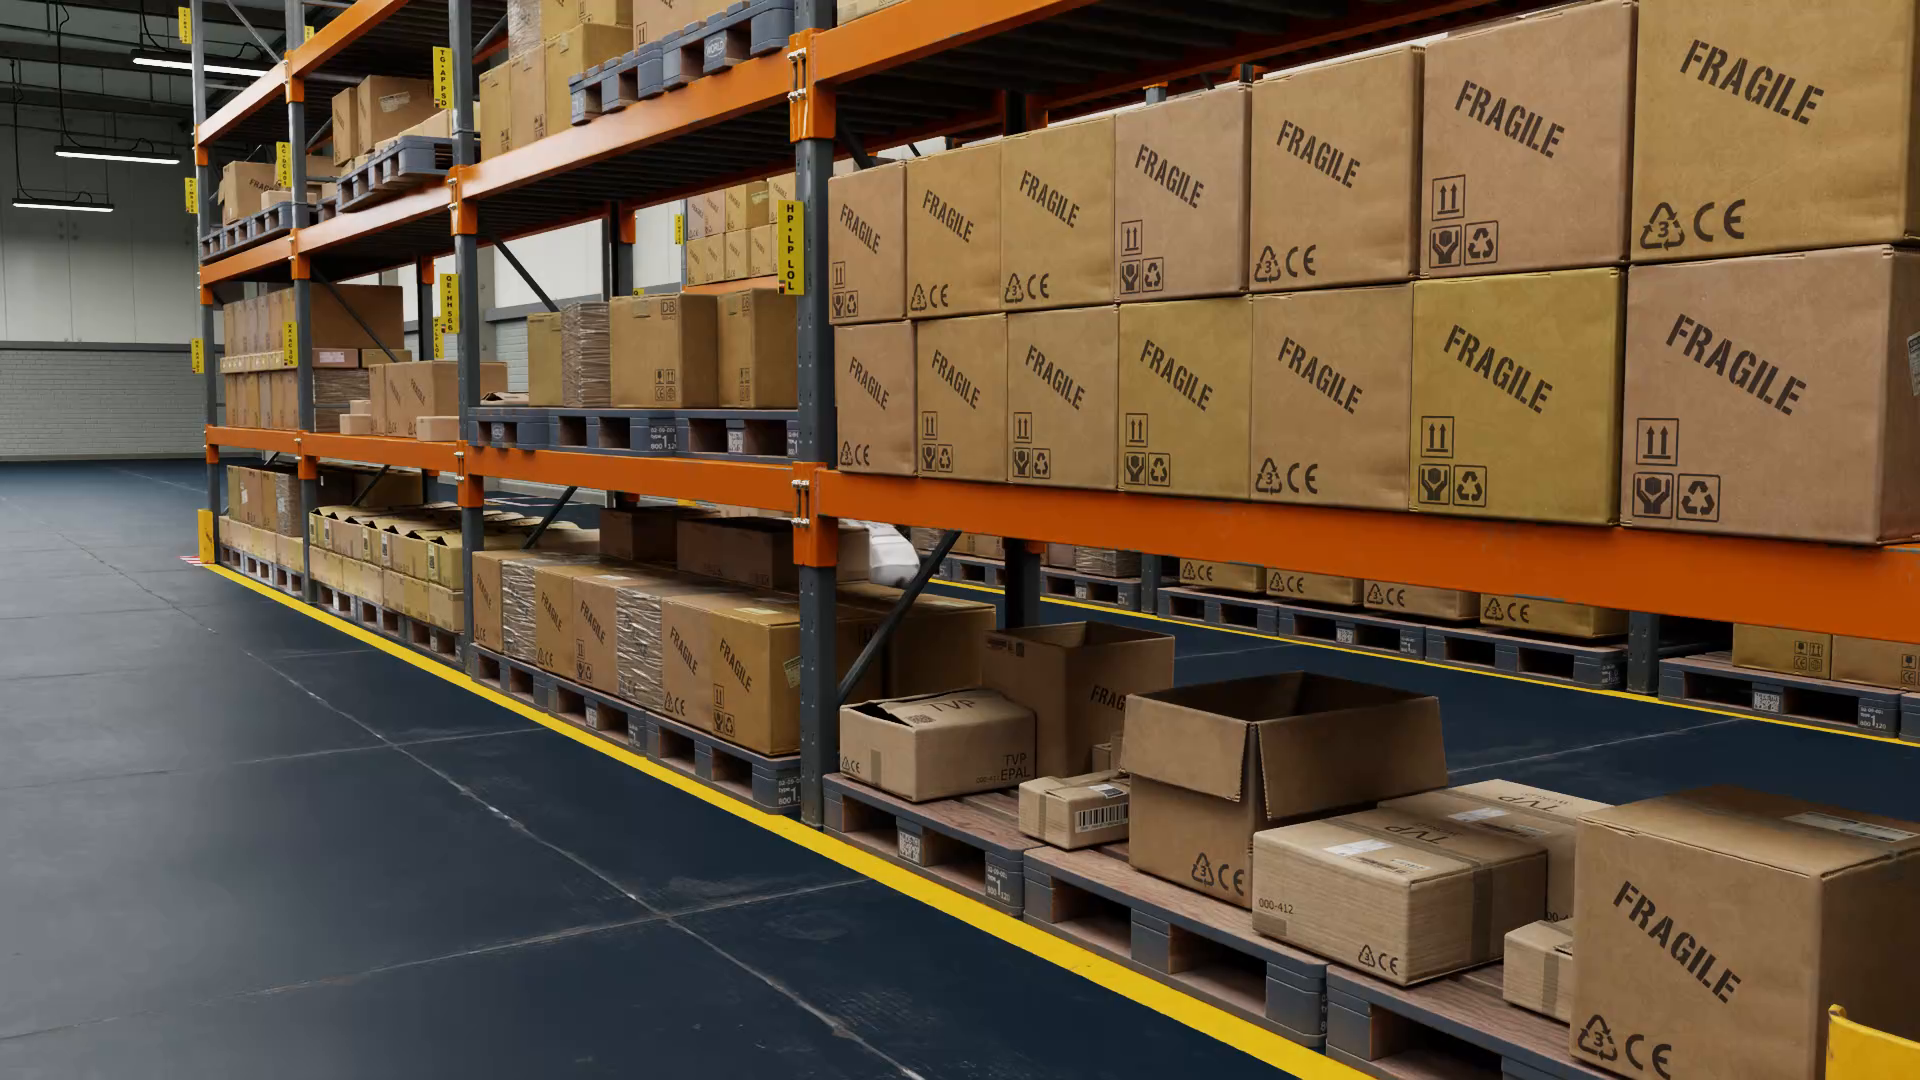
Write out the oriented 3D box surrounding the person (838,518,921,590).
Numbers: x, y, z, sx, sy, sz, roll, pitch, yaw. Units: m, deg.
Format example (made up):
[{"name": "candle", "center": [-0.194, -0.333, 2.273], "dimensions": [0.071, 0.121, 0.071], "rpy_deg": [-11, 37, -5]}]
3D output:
[{"name": "person", "center": [-0.578, 0.203, 9.563], "dimensions": [0.489, 1.101, 0.820], "rpy_deg": [-3, 6, -34]}]
